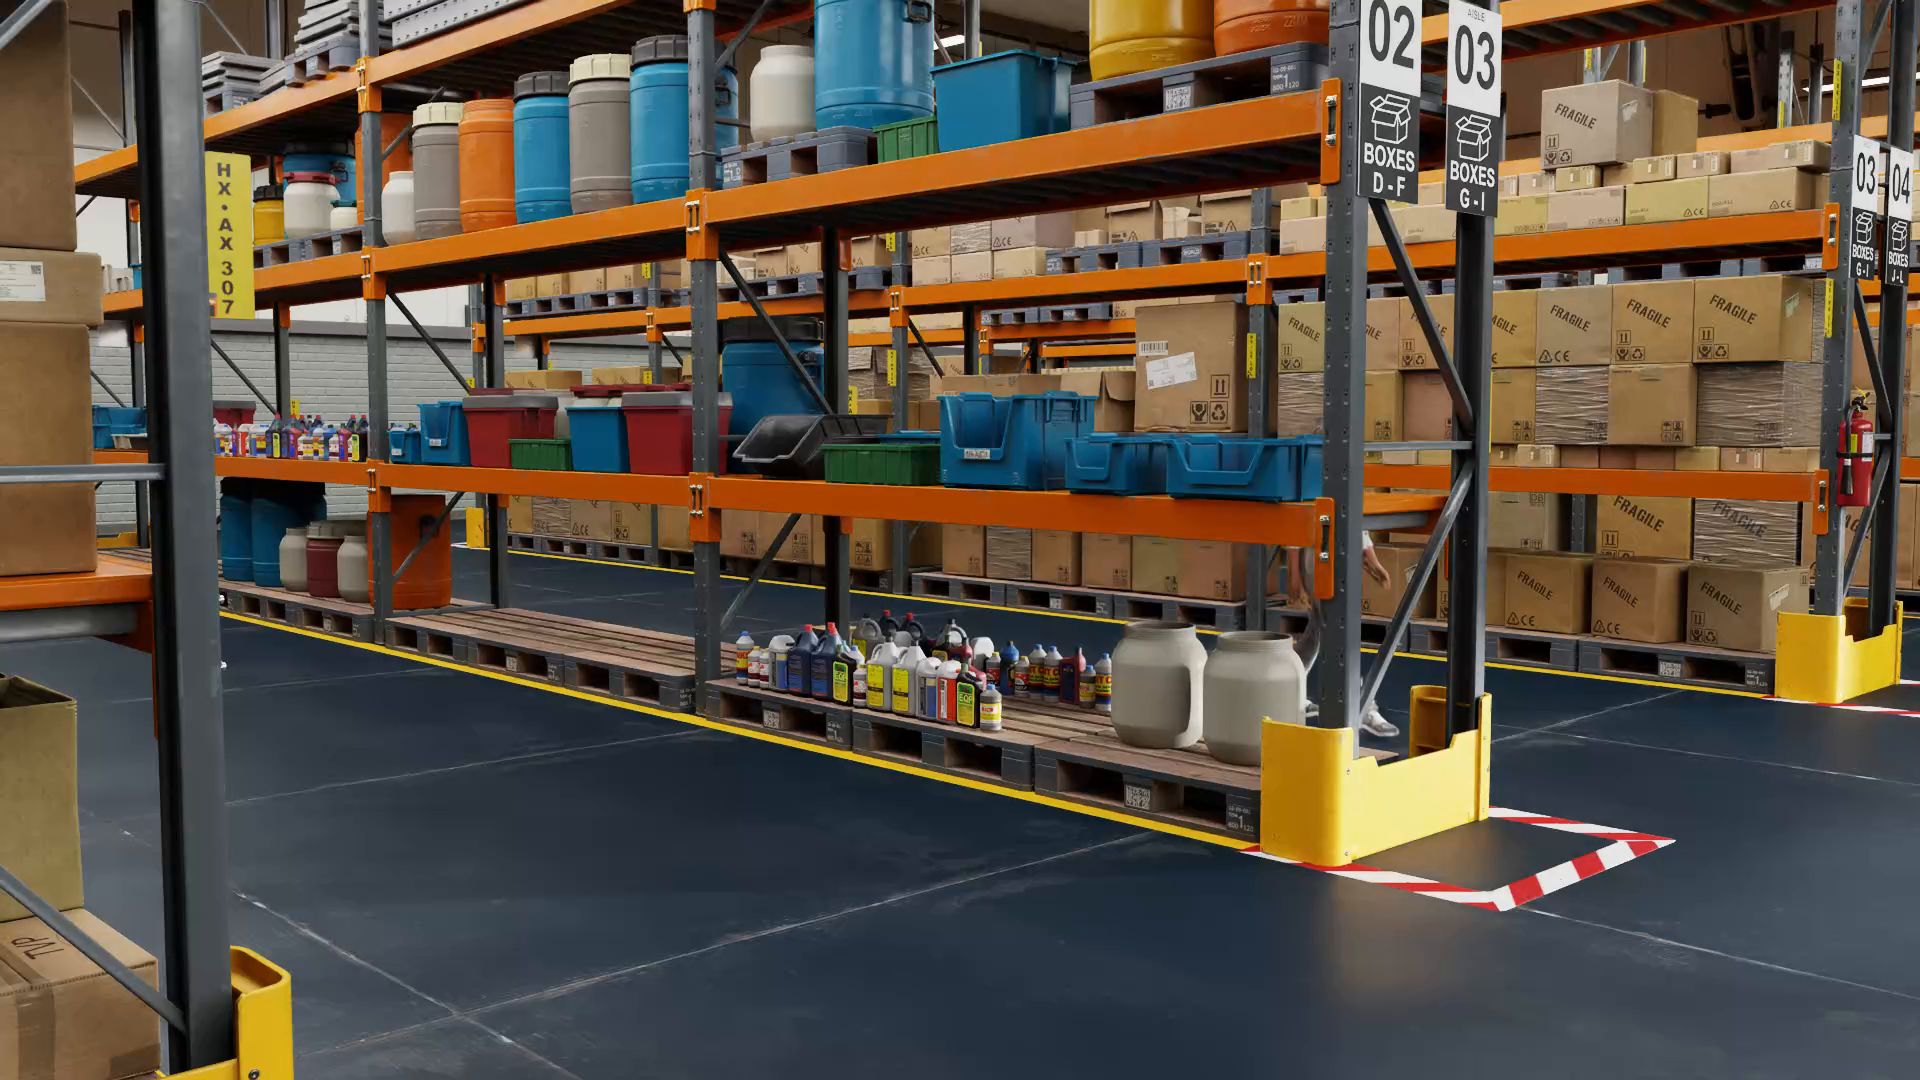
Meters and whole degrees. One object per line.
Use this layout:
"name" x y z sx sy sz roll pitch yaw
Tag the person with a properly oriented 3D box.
"person" 1.991 0.177 8.619 0.426 1.560 0.856 -4 6 -41
